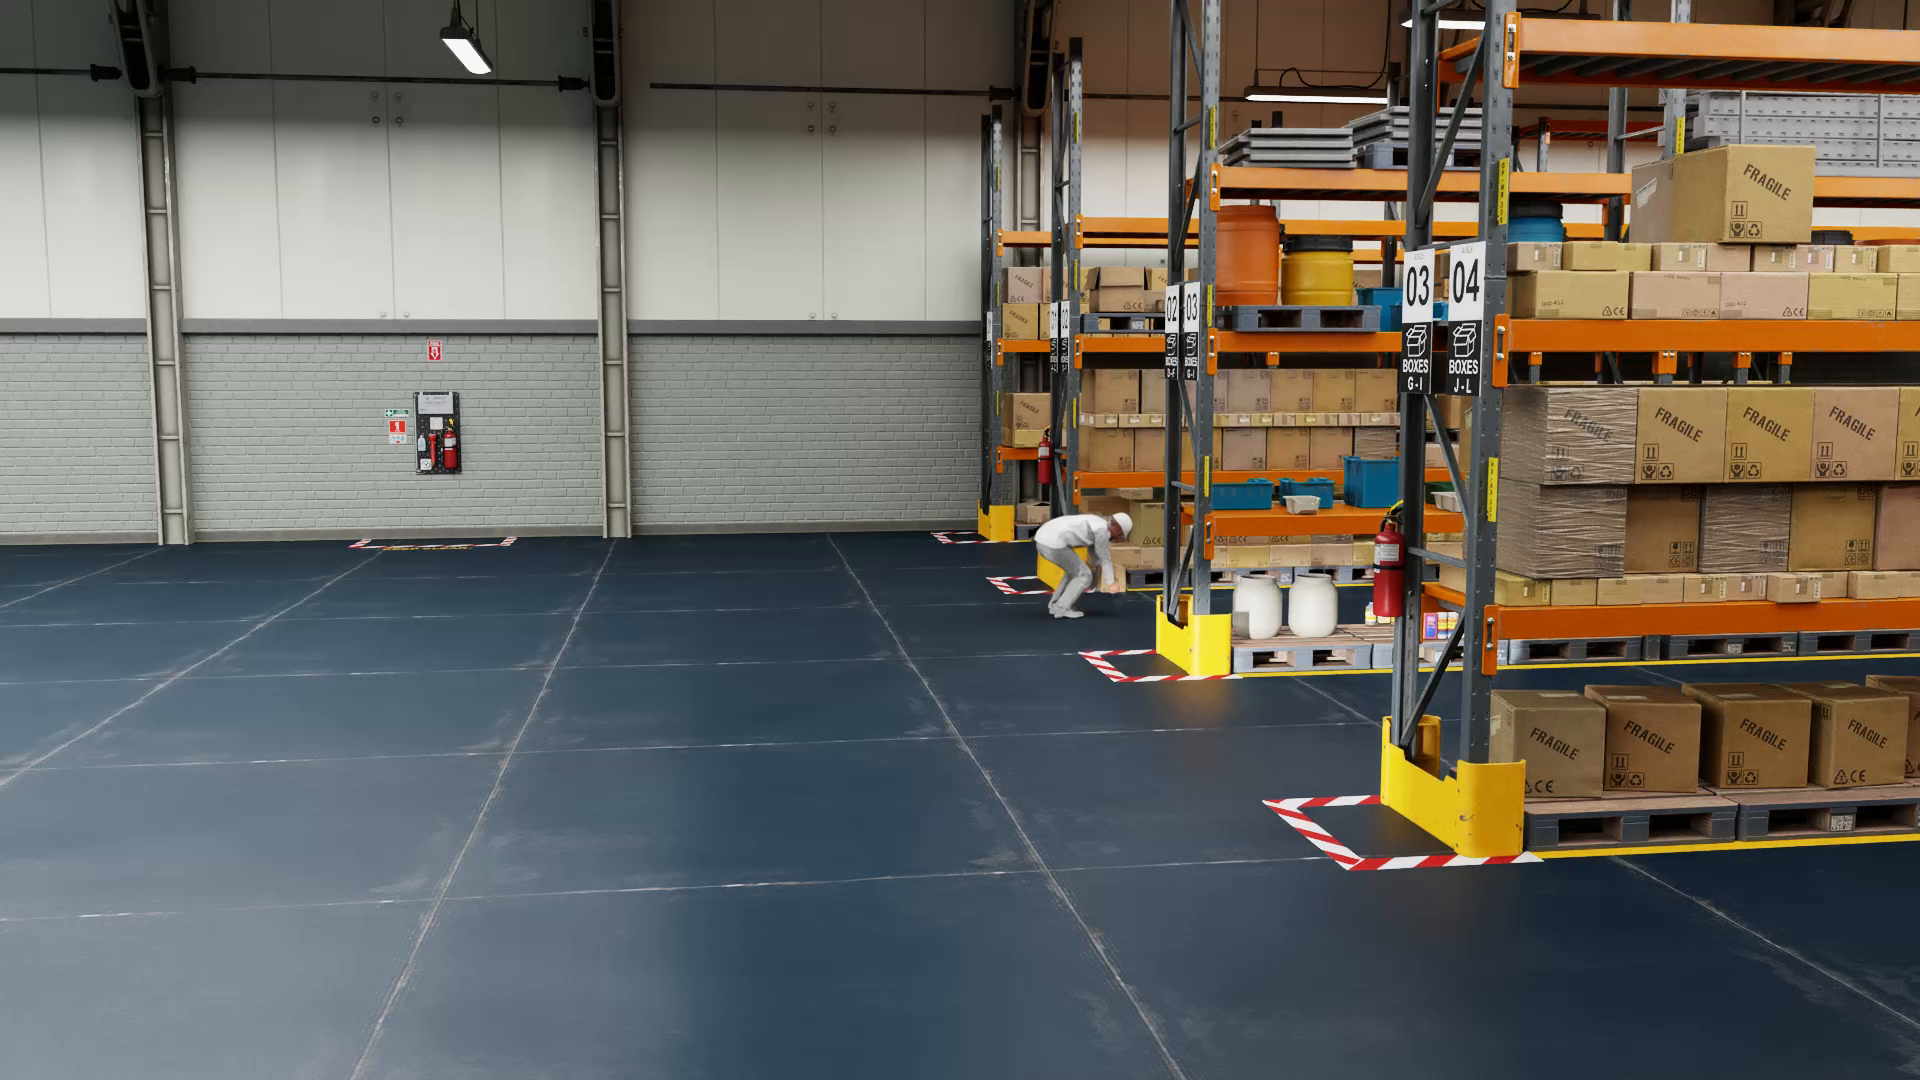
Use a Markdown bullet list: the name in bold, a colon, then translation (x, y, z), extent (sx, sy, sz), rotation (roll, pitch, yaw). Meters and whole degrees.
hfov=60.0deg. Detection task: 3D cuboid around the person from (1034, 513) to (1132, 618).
- **person**: translation (1.251, 0.248, 16.741), extent (0.997, 1.025, 0.513), rotation (-1, 7, -11)
